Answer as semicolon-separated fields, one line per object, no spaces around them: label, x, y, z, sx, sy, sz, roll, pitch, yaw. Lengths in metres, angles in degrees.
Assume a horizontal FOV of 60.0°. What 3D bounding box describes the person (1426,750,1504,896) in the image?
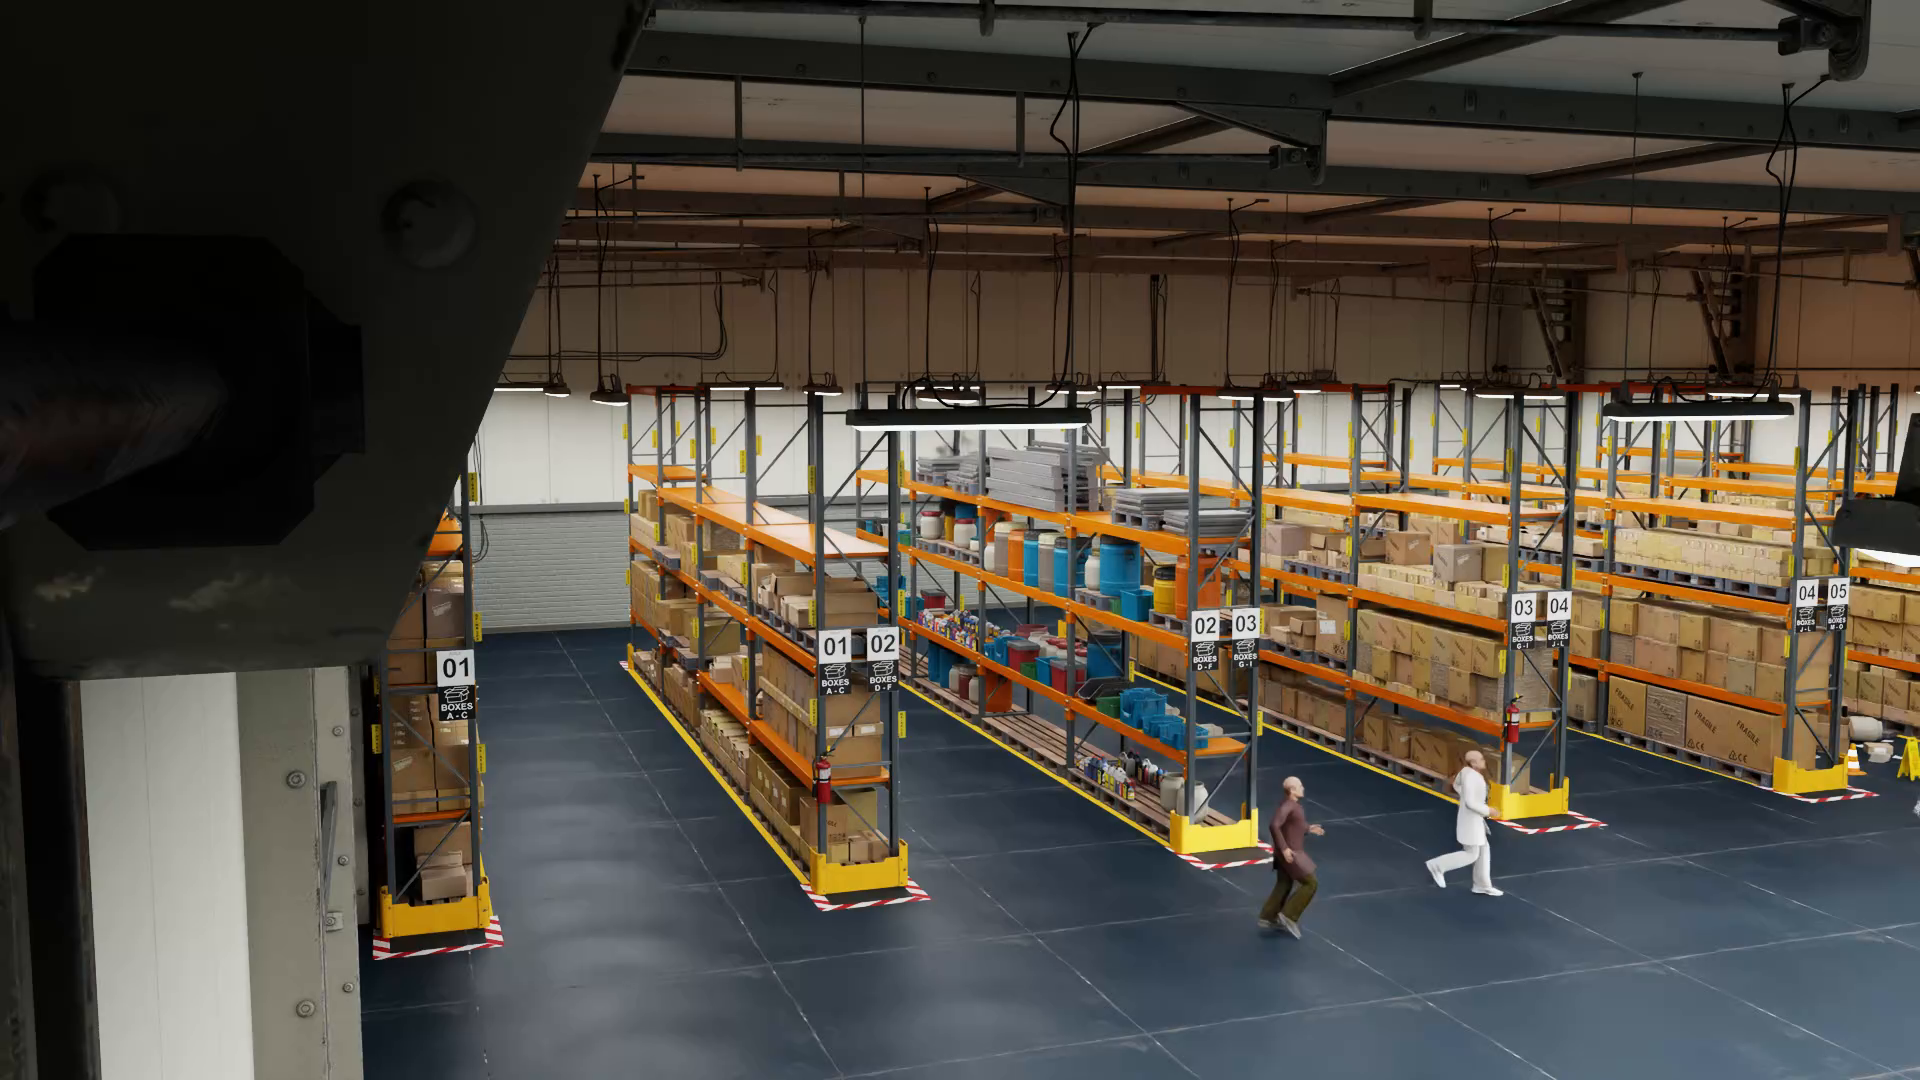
person;6.098;3.400;20.034;0.921;1.776;0.719;1;6;12

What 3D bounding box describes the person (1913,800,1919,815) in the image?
person;13.685;3.063;22.991;0.807;1.842;0.677;4;7;32

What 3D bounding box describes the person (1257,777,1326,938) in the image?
person;3.726;3.542;18.640;0.766;1.804;0.706;0;6;1
